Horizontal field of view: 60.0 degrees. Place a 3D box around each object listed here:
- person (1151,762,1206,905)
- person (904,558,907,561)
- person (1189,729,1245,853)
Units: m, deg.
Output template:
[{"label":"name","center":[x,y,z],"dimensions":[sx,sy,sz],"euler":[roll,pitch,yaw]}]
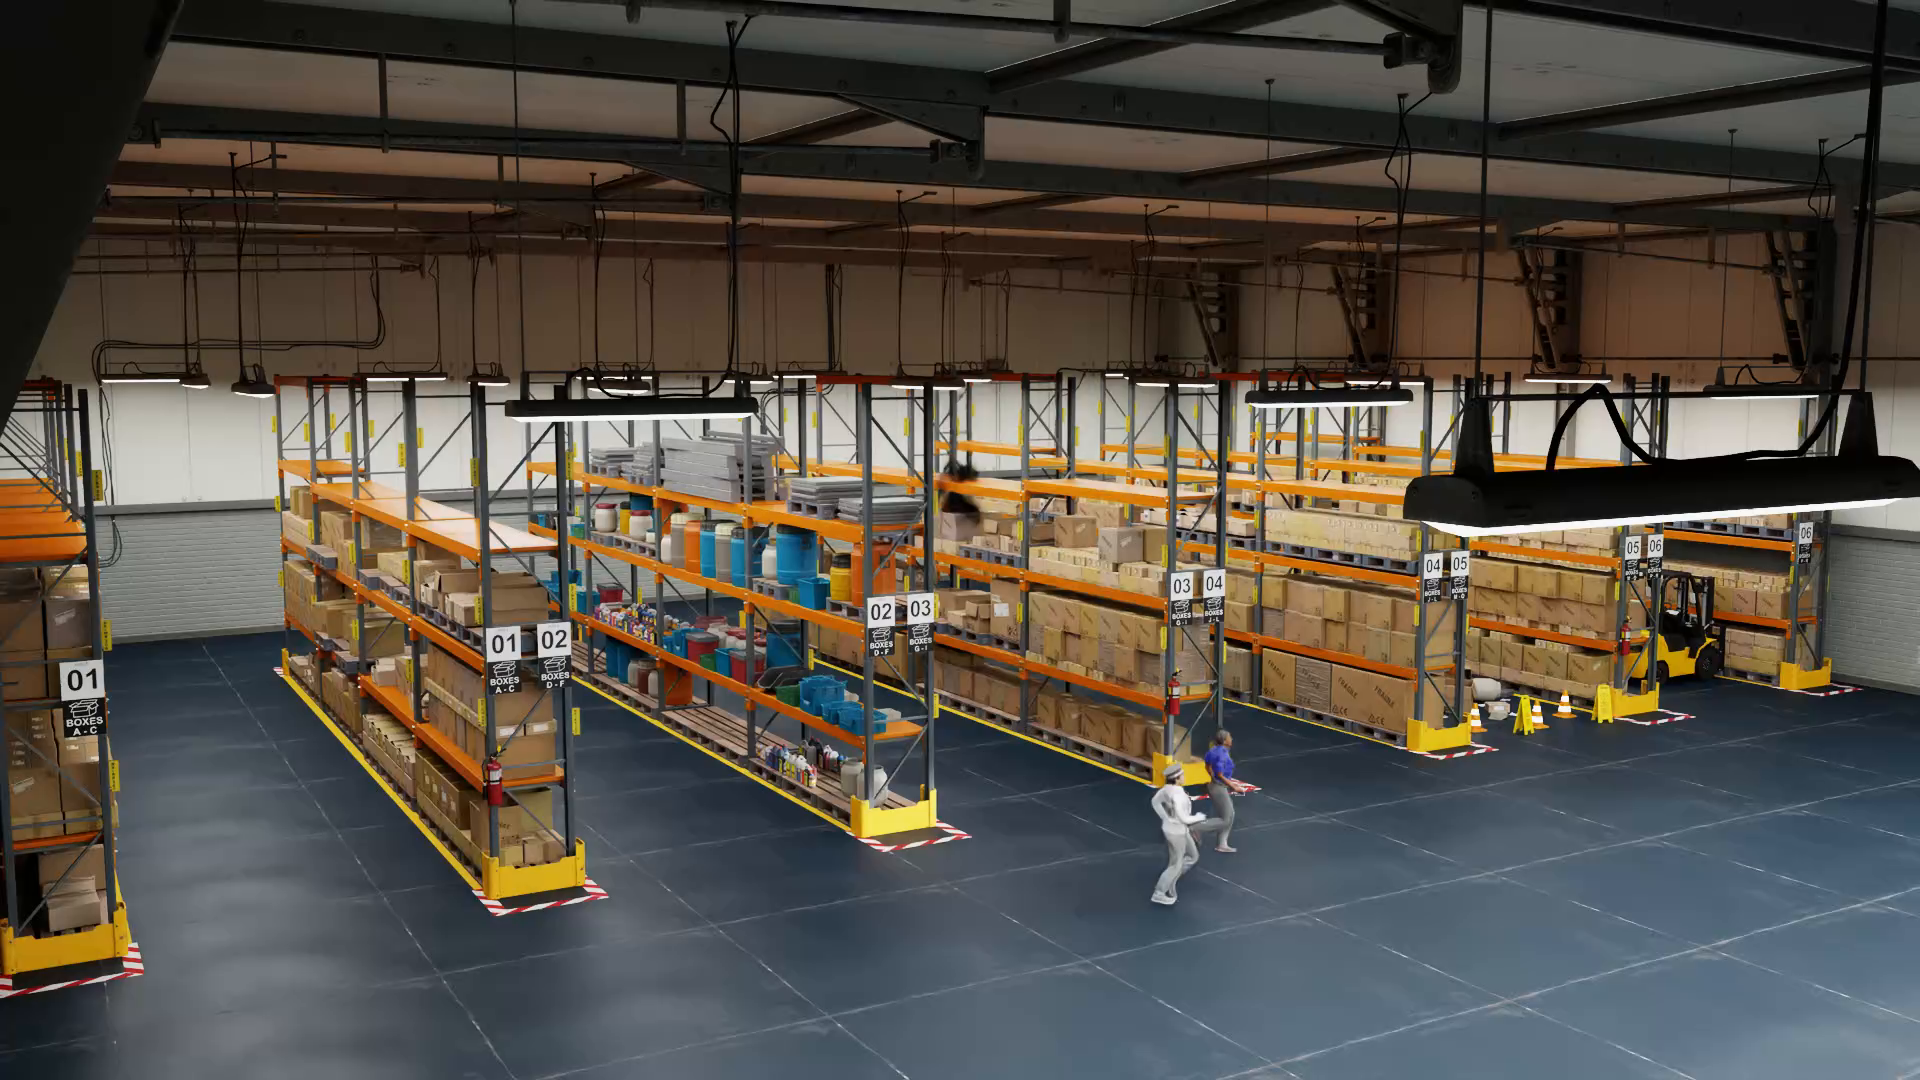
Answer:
[{"label":"person","center":[2.534,3.384,19.253],"dimensions":[0.630,1.659,0.586],"euler":[0,6,-3]},{"label":"person","center":[-1.287,1.240,39.199],"dimensions":[0.613,1.628,0.506],"euler":[-2,7,-20]},{"label":"person","center":[3.242,3.219,21.270],"dimensions":[0.681,1.617,0.562],"euler":[-1,6,-8]}]
